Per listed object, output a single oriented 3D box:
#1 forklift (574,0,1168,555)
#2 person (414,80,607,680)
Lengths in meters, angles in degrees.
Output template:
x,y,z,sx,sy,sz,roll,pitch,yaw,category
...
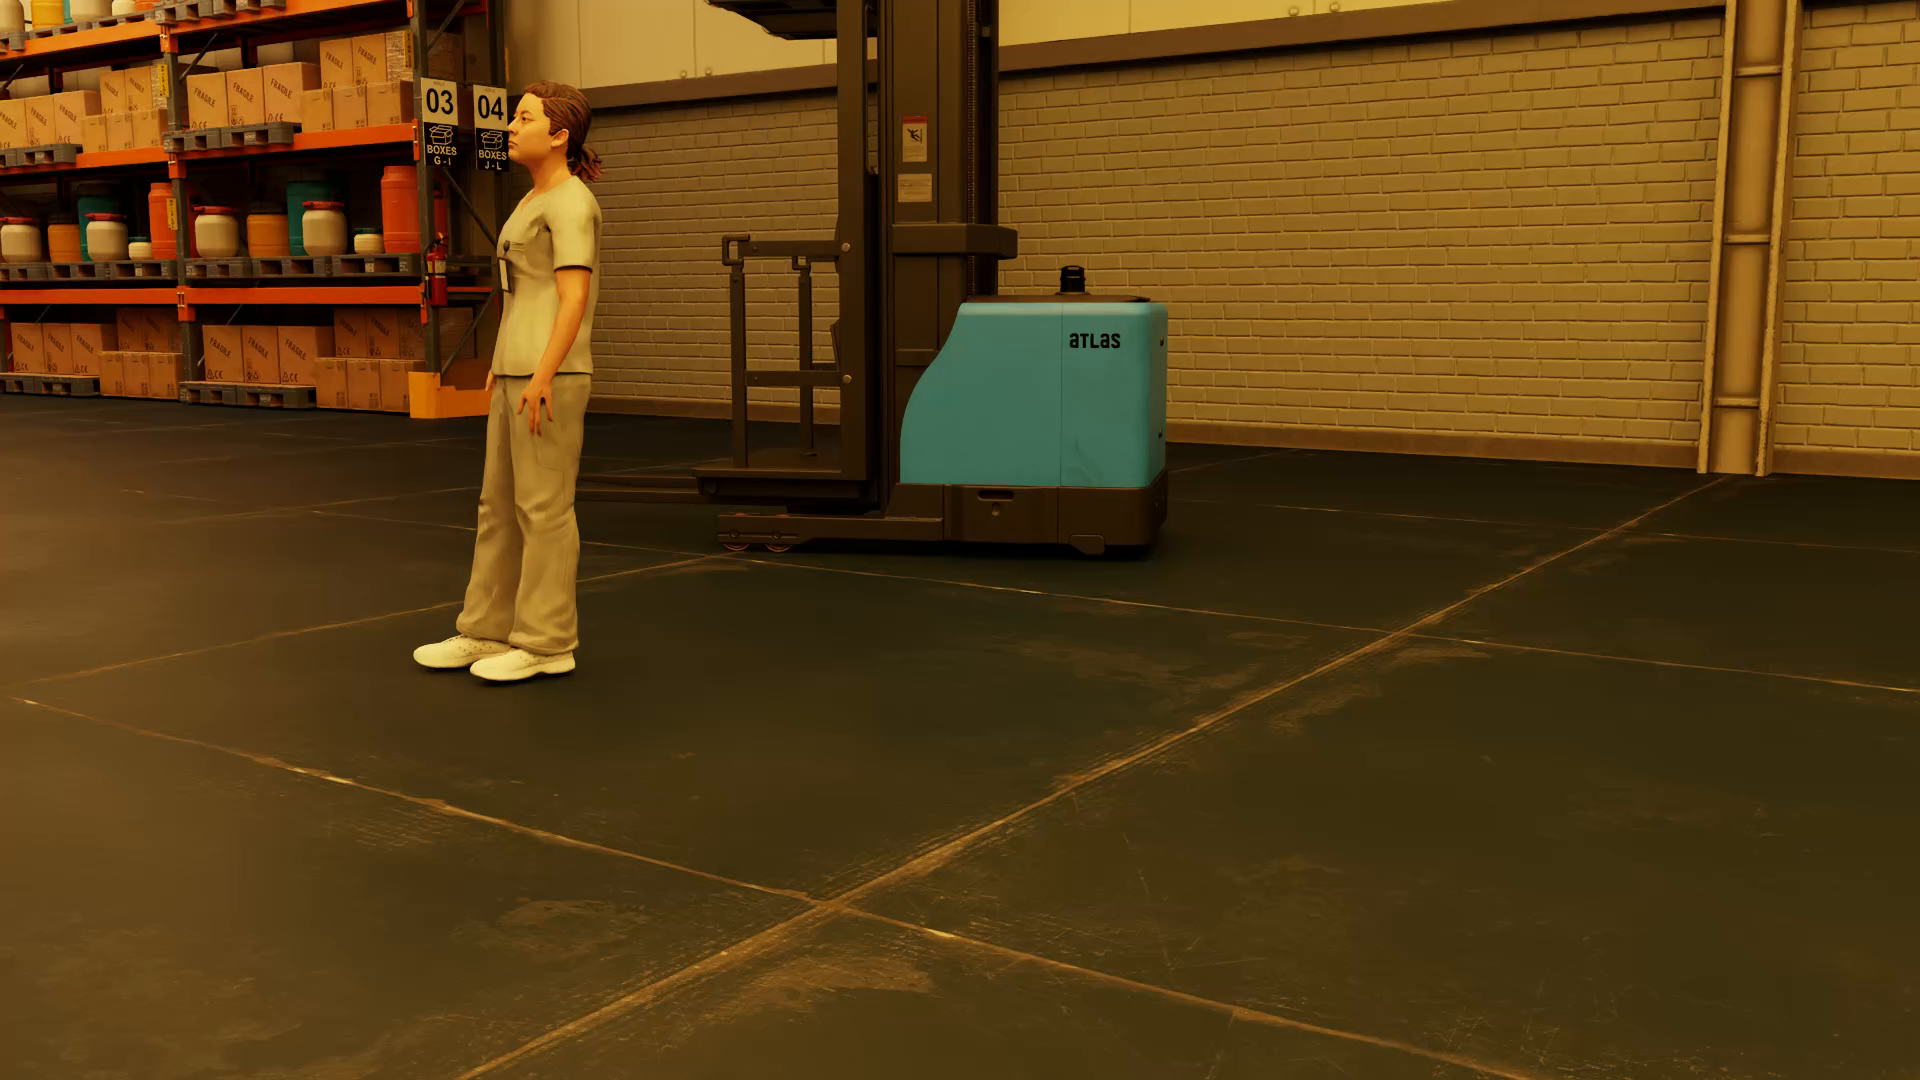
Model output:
x,y,z,sx,sy,sz,roll,pitch,yaw,category
-0.596,-1.469,7.520,3.031,2.935,1.130,2,8,12,forklift
-1.257,-0.433,4.690,0.549,1.660,0.548,-4,9,-26,person
